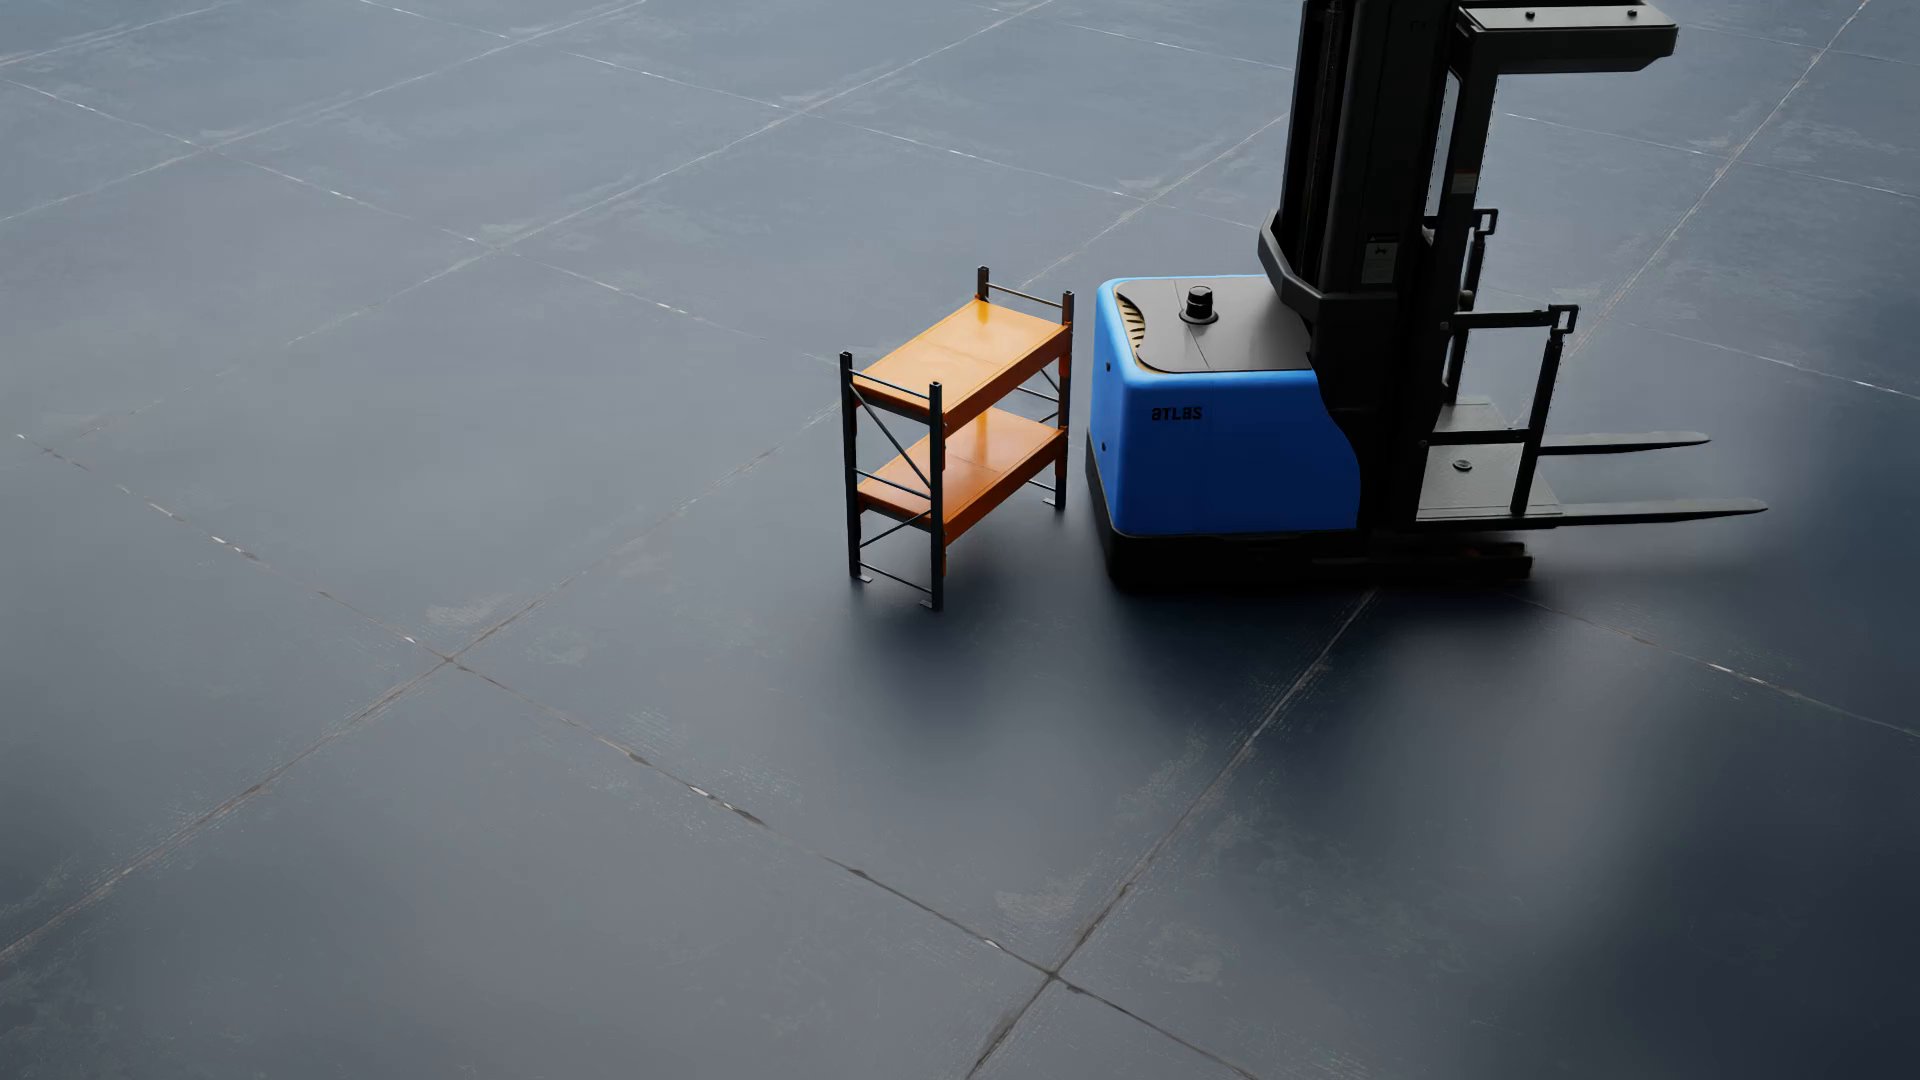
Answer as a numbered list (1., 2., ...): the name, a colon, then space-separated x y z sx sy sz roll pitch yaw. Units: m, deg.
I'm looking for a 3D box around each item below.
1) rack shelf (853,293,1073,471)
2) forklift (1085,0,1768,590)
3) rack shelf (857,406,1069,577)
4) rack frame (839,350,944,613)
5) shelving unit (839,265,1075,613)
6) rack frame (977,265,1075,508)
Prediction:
1. rack shelf: 0.004 -0.712 7.276 0.538 0.278 1.000 21 39 28
2. forklift: 2.149 -1.307 7.066 3.031 2.935 1.130 -2 34 -3
3. rack shelf: 0.004 -0.267 7.576 0.538 0.278 1.000 21 39 28
4. rack frame: -0.286 -0.235 7.094 0.500 1.125 0.032 21 39 28
5. shelving unit: 0.004 -0.469 7.439 0.538 1.125 1.048 21 39 28
6. rack frame: 0.294 -0.703 7.785 0.500 1.125 0.032 21 39 28
